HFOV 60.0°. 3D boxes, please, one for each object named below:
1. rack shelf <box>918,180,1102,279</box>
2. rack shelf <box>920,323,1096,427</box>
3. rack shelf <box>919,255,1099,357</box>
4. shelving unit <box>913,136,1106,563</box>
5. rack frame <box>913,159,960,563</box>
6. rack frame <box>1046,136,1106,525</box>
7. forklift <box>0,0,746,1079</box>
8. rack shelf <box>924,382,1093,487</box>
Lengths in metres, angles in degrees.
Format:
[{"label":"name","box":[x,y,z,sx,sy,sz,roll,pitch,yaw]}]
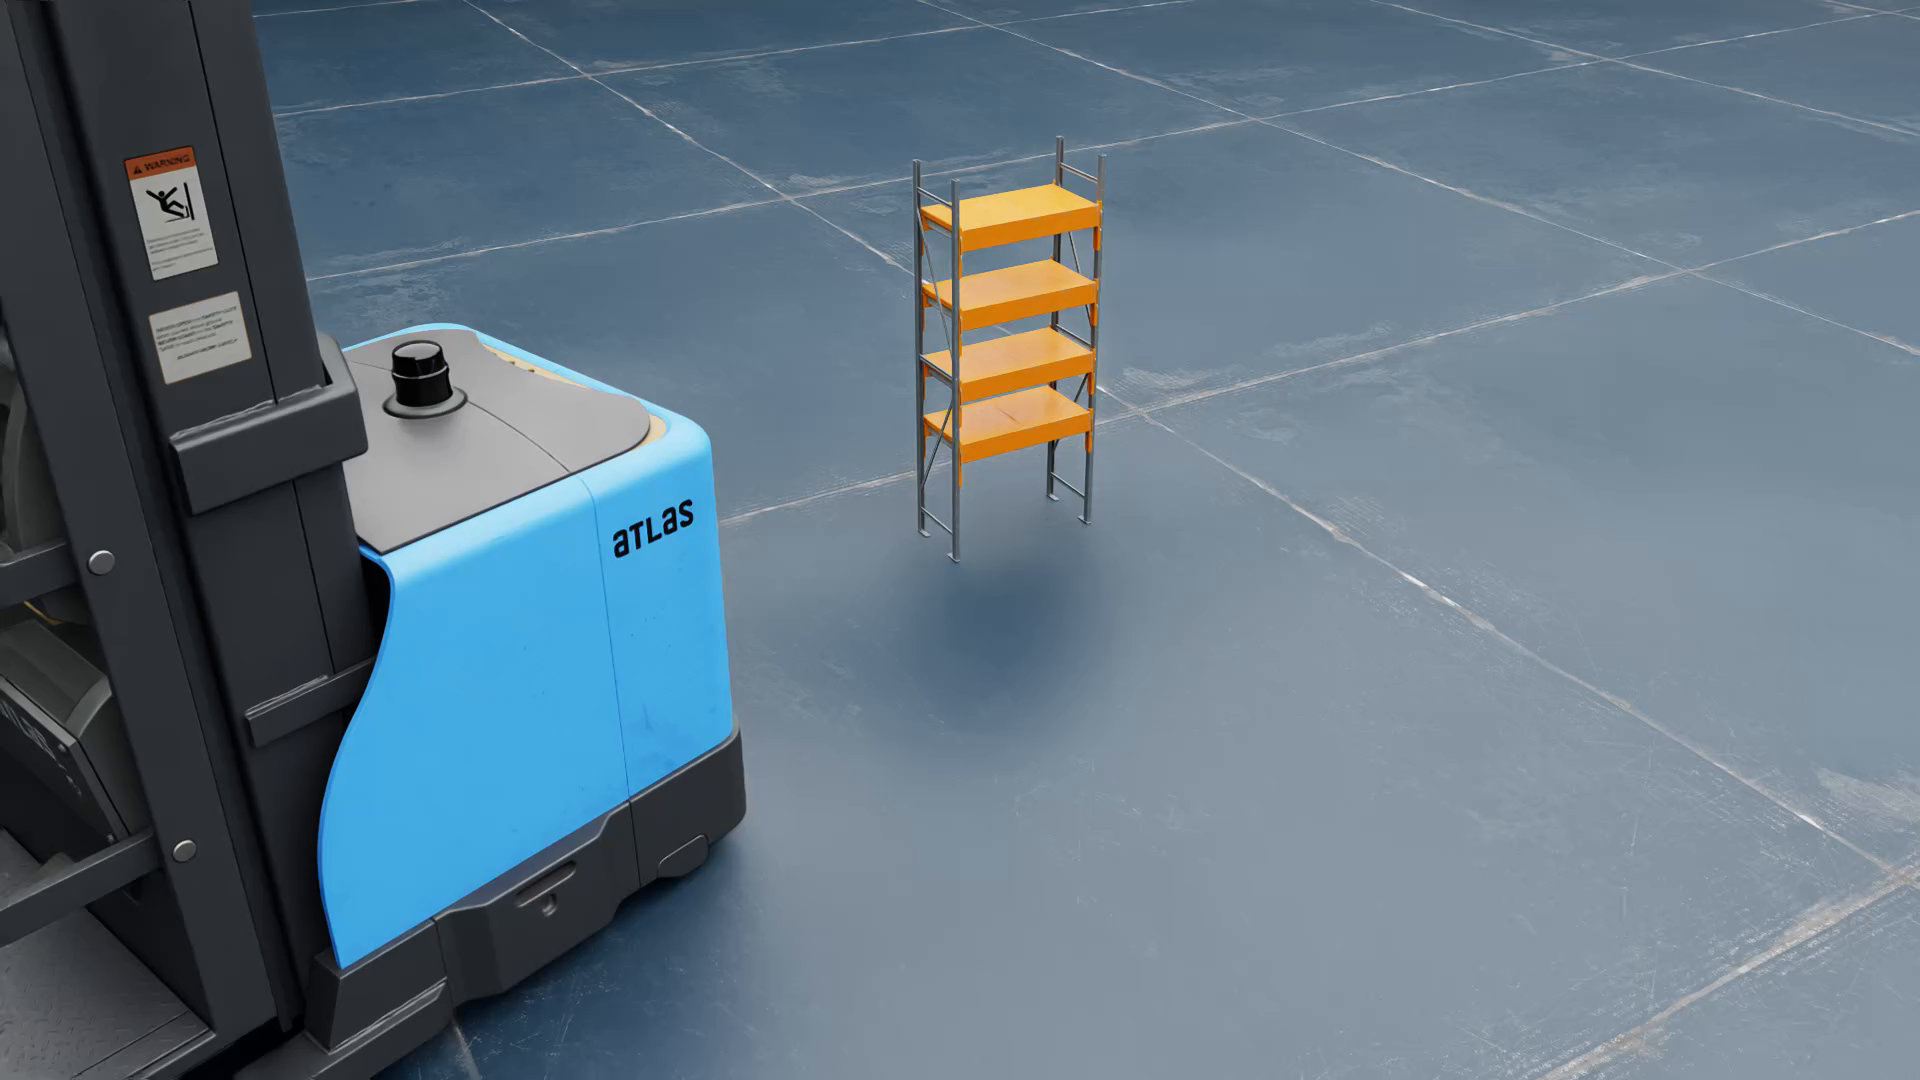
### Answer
[{"label":"rack shelf","box":[0.143,-0.910,4.844,0.480,0.148,0.258,-16,33,-26]},{"label":"rack shelf","box":[0.143,-0.507,5.066,0.480,0.148,0.258,-16,33,-26]},{"label":"rack shelf","box":[0.143,-0.703,4.958,0.480,0.148,0.258,-16,33,-26]},{"label":"shelving unit","box":[0.143,-0.566,5.034,0.503,1.200,0.258,-16,33,-26]},{"label":"rack frame","box":[-0.068,-0.506,4.925,0.015,1.200,0.240,-16,33,-26]},{"label":"rack frame","box":[0.353,-0.626,5.142,0.015,1.200,0.240,-16,33,-26]},{"label":"forklift","box":[-1.849,-0.195,2.570,1.130,2.935,3.031,23,36,35]},{"label":"rack shelf","box":[0.143,-0.333,5.162,0.480,0.148,0.258,-16,33,-26]}]
